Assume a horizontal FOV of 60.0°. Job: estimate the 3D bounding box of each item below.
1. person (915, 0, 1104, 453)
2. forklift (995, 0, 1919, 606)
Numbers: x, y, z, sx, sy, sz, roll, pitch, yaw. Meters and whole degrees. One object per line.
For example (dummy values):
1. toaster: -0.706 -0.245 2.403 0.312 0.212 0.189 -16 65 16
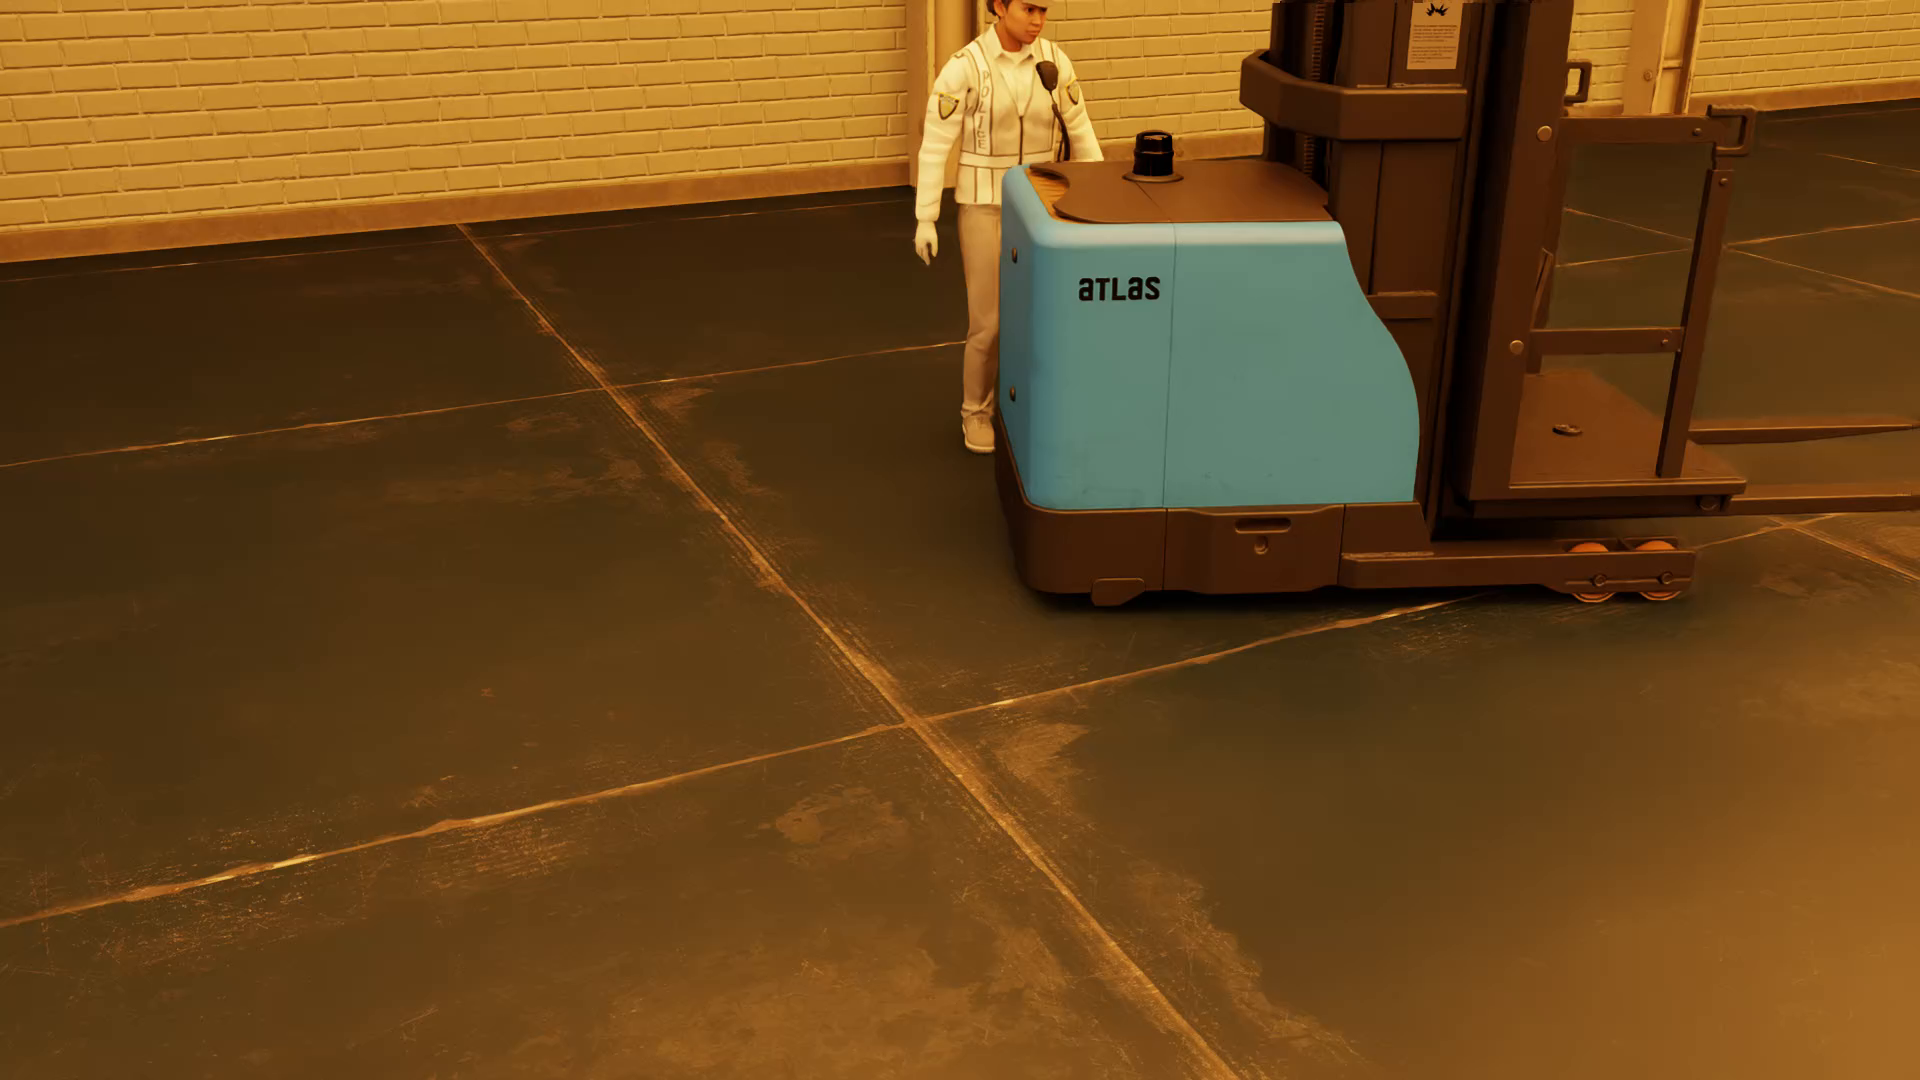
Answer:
1. person: 0.198 -1.109 5.645 0.713 1.642 0.372 -9 24 -20
2. forklift: 1.654 -1.378 4.603 3.031 2.935 1.130 -2 23 -4
